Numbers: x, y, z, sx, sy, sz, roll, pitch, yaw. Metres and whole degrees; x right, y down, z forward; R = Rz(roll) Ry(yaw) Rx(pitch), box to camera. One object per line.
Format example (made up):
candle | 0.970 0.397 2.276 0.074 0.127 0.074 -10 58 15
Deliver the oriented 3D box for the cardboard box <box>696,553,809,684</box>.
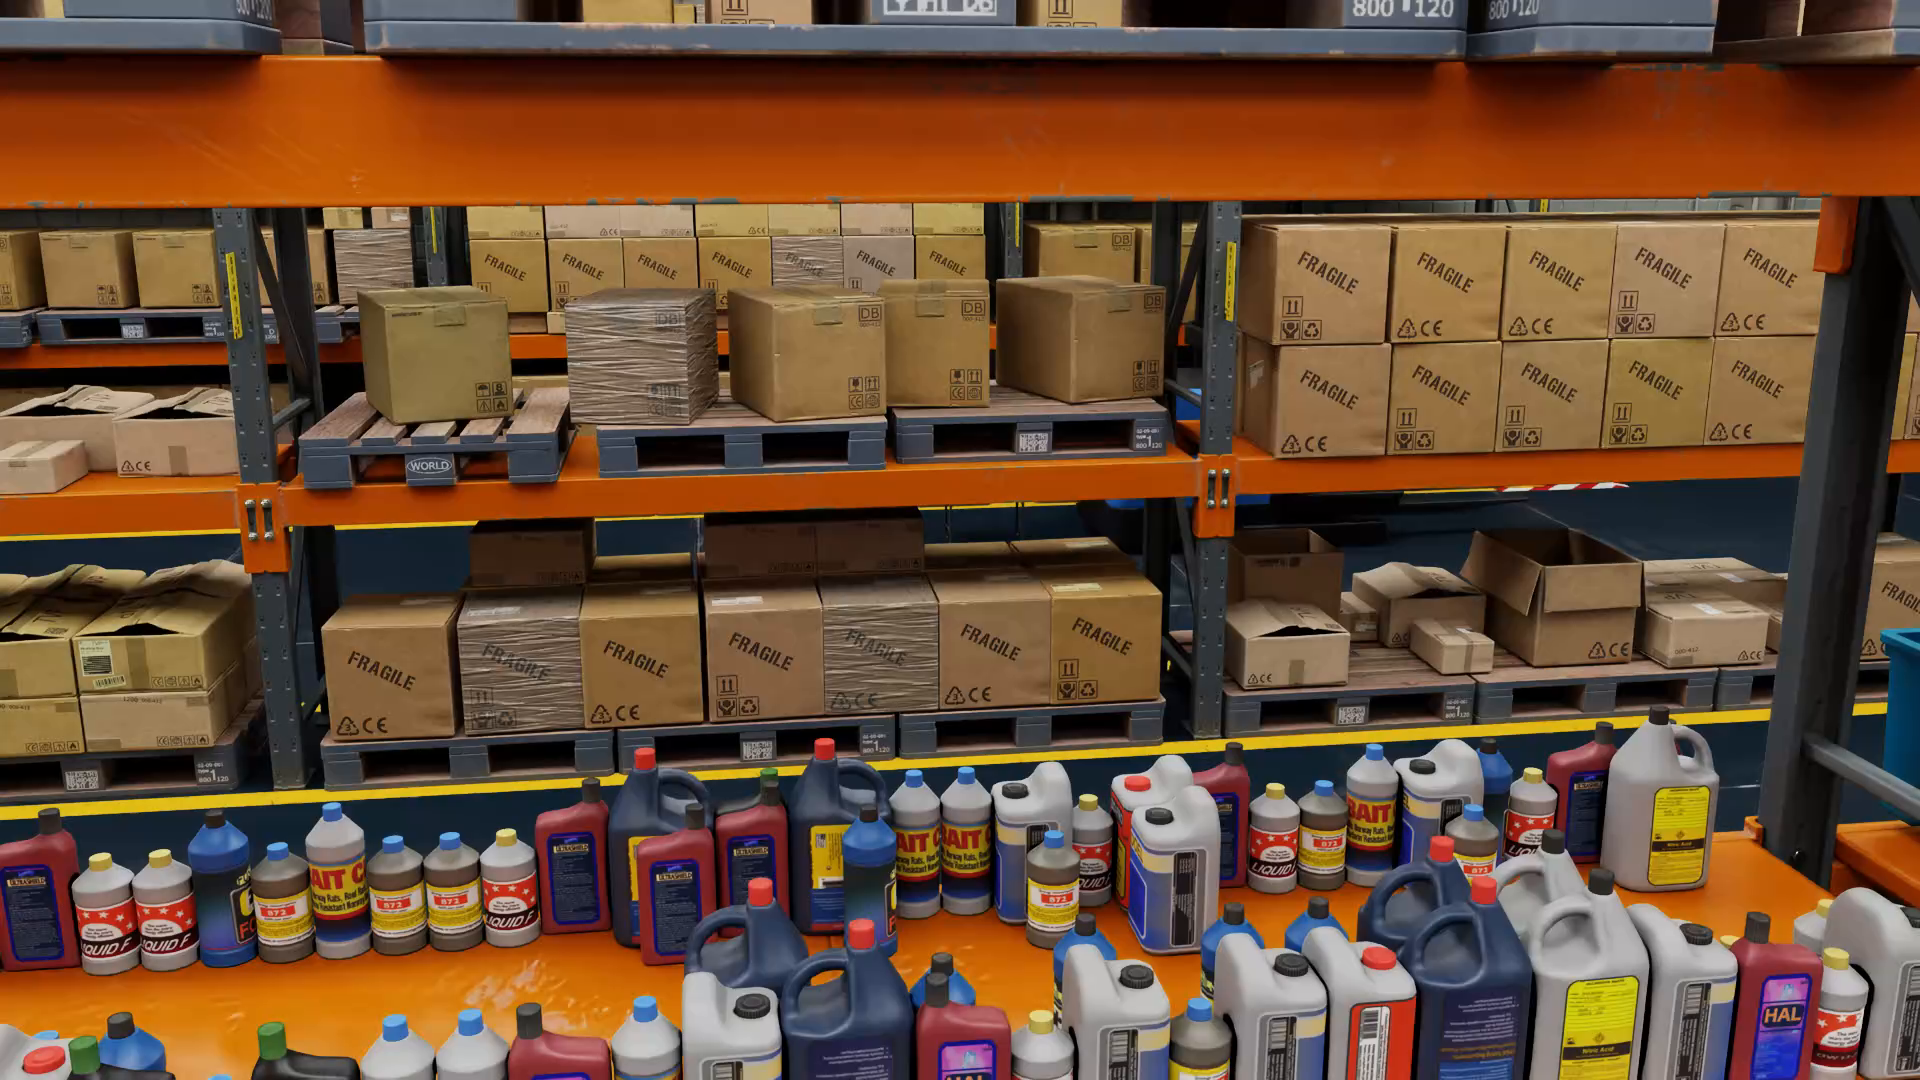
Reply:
cardboard box | -0.980 0.352 7.888 0.500 0.500 0.500 -3 14 -10

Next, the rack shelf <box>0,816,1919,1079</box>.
rack shelf | -0.188 0.950 2.746 4.000 0.370 1.077 -2 14 -8

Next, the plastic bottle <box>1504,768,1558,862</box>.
plastic bottle | 1.120 0.549 3.274 0.097 0.201 0.097 0 14 0

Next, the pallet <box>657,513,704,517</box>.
pallet | -1.647 -0.411 12.425 1.213 0.211 1.003 -2 14 -8

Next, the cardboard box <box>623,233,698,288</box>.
cardboard box | -2.113 -1.902 11.783 0.500 0.500 0.500 -2 14 -9

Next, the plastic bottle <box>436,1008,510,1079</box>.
plastic bottle | -0.657 0.767 2.261 0.097 0.271 0.097 0 14 0

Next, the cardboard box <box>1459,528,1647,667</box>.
cardboard box | 2.913 0.265 8.225 0.637 0.503 0.797 -2 14 -8

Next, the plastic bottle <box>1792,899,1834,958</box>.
plastic bottle | 1.411 0.688 2.721 0.097 0.201 0.097 0 14 0

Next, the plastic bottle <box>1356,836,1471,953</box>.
plastic bottle | 0.725 0.637 2.618 0.185 0.351 0.144 -2 14 -8

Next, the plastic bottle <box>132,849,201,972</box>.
plastic bottle | -1.388 0.641 2.908 0.097 0.201 0.097 0 14 0

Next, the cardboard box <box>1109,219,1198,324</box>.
cardboard box | 1.575 -2.041 12.576 0.700 0.700 0.980 -2 14 -10

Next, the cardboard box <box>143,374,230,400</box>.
cardboard box | -5.426 -1.010 11.775 0.500 0.250 0.500 -2 14 -9

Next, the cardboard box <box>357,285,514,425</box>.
cardboard box | -2.294 -0.820 7.257 0.500 0.500 0.700 -7 16 -27

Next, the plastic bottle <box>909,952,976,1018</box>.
plastic bottle | -0.026 0.729 2.413 0.097 0.271 0.097 0 14 0

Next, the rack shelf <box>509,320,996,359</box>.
rack shelf | -1.664 -1.433 12.248 4.000 0.370 1.077 -2 14 -8

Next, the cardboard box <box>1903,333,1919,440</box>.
cardboard box | 4.609 -0.775 7.939 0.500 0.500 0.500 -2 14 -7

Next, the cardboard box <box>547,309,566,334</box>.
cardboard box | -2.755 -1.550 11.710 0.250 0.149 0.380 -2 14 -7

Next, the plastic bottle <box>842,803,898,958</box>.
plastic bottle | -0.159 0.598 2.937 0.097 0.271 0.097 0 14 0

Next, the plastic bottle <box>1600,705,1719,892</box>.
plastic bottle | 1.354 0.489 3.207 0.185 0.351 0.144 -2 14 -8

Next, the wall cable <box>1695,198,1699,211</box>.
wall cable | 5.395 -2.766 13.996 1.851 1.984 0.084 -2 14 -8

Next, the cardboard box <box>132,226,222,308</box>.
cardboard box | -5.333 -1.901 11.527 0.500 0.500 0.700 -2 14 -8

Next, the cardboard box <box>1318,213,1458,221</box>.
cardboard box | 2.023 -1.296 7.963 0.500 0.500 0.500 -2 14 -9

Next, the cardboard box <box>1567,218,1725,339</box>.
cardboard box | 3.093 -1.202 7.588 0.500 0.500 0.500 -2 14 -7

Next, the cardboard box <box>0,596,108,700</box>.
cardboard box | -3.894 0.439 6.943 0.500 0.311 0.500 -2 14 -9

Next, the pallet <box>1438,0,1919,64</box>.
pallet | 1.029 -0.783 2.398 1.003 0.211 1.213 -2 14 -8

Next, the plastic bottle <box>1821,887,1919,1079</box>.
plastic bottle | 1.448 0.681 2.595 0.135 0.276 0.152 -2 14 -8

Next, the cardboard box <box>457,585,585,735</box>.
cardboard box | -1.890 0.513 7.244 0.500 0.500 0.500 -3 14 -10

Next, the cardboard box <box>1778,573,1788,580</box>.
cardboard box | 4.546 0.294 8.839 0.250 0.149 0.380 -2 14 -8

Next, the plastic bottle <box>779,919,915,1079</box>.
plastic bottle | -0.160 0.705 2.347 0.185 0.351 0.144 -2 14 -8

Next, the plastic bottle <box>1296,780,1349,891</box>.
plastic bottle | 0.699 0.565 3.213 0.097 0.201 0.097 0 14 0

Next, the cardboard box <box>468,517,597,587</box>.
cardboard box | -1.955 0.024 7.653 0.500 0.250 0.500 -2 14 -6

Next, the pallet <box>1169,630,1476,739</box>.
pallet | 1.735 0.665 8.136 1.213 0.211 1.003 -2 14 -8

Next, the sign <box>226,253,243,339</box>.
sign | -2.814 -0.946 6.448 0.005 0.325 0.100 -2 14 -8

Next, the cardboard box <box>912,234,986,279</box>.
cardboard box | -0.105 -1.979 12.090 0.500 0.500 0.500 -2 14 -9

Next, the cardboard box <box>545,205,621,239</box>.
cardboard box | -2.623 -2.250 11.626 0.500 0.250 0.500 -2 14 -9

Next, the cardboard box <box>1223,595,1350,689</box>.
cardboard box | 1.503 0.465 7.826 0.500 0.311 0.500 -2 14 -8

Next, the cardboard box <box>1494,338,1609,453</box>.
cardboard box | 2.601 -0.701 7.646 0.500 0.500 0.500 -2 14 -9

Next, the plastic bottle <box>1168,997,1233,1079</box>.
plastic bottle | 0.345 0.764 2.416 0.097 0.201 0.097 0 14 0

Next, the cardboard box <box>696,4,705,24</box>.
cardboard box | -1.618 -3.527 11.844 0.500 0.500 0.700 -2 14 -8

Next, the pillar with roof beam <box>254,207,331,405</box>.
pillar with roof beam | -4.414 -3.745 7.654 0.400 9.000 9.100 -2 14 -8

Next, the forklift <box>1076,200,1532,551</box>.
forklift | 2.384 -1.503 11.191 3.031 2.935 1.130 -2 14 -10

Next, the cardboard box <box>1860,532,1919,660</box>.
cardboard box | 4.510 0.270 8.213 0.500 0.500 0.500 -2 14 -8

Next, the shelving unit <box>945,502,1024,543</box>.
shelving unit | 0.164 -0.588 11.100 0.503 1.200 0.258 -2 14 -8

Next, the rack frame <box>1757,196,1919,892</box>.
rack frame | 1.790 0.529 2.944 0.053 2.616 0.949 -2 14 -8

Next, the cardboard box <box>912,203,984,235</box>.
cardboard box | -0.110 -2.342 11.995 0.500 0.250 0.500 -2 14 -7

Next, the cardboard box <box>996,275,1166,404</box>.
cardboard box | 0.554 -0.952 7.782 0.500 0.500 0.700 -7 16 -27

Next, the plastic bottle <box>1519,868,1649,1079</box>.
plastic bottle | 0.930 0.665 2.507 0.185 0.351 0.144 -2 14 -8

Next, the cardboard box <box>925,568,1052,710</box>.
cardboard box | 0.120 0.439 7.540 0.500 0.500 0.500 -2 14 -8

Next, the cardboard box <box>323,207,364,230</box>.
cardboard box | -4.294 -2.251 11.588 0.250 0.149 0.380 -5 15 -18

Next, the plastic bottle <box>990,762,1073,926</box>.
plastic bottle | 0.130 0.556 3.094 0.135 0.276 0.152 -2 14 -8

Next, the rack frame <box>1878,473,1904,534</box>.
rack frame | 5.011 -0.808 8.277 0.127 3.000 1.000 -2 14 -8

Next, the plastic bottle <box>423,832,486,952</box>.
plastic bottle | -0.906 0.623 2.978 0.097 0.201 0.097 0 14 0

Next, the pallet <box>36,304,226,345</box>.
pallet | -5.593 -1.535 11.570 1.213 0.211 1.003 -2 14 -8

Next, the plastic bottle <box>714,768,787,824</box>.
plastic bottle | -0.384 0.560 3.062 0.133 0.283 0.061 -2 14 -8

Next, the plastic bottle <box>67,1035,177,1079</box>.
plastic bottle | -1.093 0.782 2.178 0.133 0.283 0.061 -2 14 -8

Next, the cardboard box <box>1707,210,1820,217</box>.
cardboard box | 4.017 -1.368 8.249 0.500 0.500 0.500 -2 14 -8

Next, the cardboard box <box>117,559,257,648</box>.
cardboard box | -3.461 0.288 7.542 0.500 0.311 0.500 -2 14 -6

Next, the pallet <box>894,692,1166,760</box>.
pallet | 0.257 0.728 7.884 1.213 0.211 1.003 -2 14 -8

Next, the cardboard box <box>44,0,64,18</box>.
cardboard box | -3.340 -2.074 6.603 0.500 0.250 0.500 -3 14 -12
